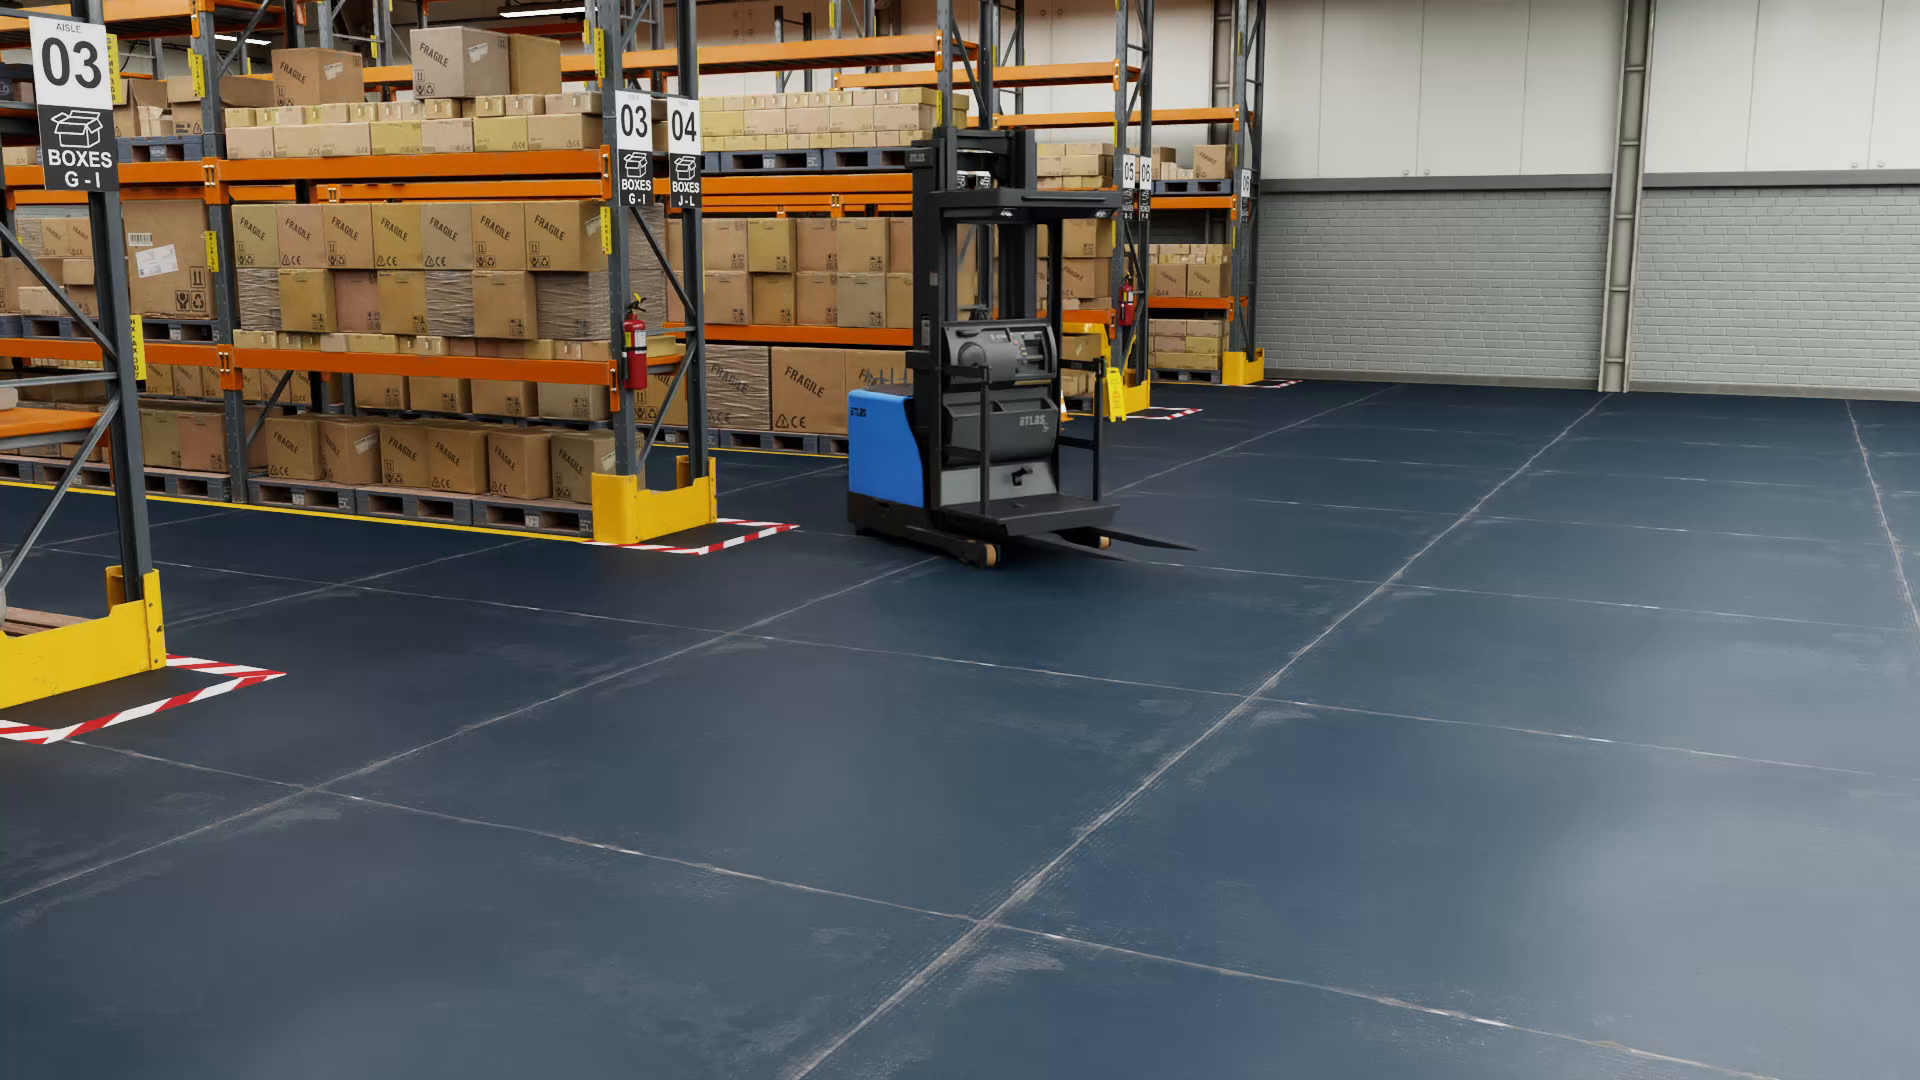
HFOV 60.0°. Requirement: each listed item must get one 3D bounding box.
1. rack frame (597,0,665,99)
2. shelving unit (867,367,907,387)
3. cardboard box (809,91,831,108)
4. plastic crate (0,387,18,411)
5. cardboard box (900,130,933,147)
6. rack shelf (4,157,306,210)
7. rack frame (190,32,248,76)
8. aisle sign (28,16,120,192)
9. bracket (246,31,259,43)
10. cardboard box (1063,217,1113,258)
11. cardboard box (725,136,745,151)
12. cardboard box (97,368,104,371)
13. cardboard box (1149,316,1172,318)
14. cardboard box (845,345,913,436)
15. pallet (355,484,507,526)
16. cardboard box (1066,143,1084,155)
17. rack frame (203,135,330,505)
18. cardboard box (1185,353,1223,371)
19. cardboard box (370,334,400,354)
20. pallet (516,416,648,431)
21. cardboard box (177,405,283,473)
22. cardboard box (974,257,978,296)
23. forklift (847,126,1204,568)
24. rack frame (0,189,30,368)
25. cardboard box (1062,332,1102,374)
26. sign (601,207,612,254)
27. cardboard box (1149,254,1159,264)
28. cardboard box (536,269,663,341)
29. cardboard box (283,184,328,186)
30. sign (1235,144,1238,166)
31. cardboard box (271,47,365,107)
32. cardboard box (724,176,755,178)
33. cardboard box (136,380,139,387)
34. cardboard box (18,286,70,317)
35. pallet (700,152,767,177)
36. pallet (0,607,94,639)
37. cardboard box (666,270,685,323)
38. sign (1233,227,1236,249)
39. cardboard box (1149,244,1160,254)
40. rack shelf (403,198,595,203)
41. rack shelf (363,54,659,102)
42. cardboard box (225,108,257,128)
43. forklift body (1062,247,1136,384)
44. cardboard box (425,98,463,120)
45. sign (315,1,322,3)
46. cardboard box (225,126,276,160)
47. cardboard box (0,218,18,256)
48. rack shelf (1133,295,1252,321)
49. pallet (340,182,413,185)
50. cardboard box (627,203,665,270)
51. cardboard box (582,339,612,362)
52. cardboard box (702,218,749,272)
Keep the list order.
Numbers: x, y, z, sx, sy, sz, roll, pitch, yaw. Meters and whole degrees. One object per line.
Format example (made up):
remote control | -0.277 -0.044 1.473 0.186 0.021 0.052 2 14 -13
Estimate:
rack frame | -3.529 -5.592 17.858 0.127 3.000 1.000 5 11 26
shelving unit | -0.562 -0.728 12.886 0.258 1.200 0.189 -7 13 -35
cardboard box | -1.304 -4.378 16.579 0.250 0.149 0.380 5 11 26
plastic crate | -5.079 -0.741 8.644 0.250 0.136 0.298 5 11 26
cardboard box | -0.390 -3.905 16.205 0.250 0.149 0.380 5 11 26
rack shelf | -7.608 -3.135 14.727 4.000 0.370 1.077 5 11 26
rack frame | -12.191 -7.336 27.495 0.127 3.000 1.000 5 11 26
aisle sign | -4.225 -2.070 7.943 0.004 0.787 0.394 5 11 26
bracket | -14.672 -10.419 34.425 0.430 0.232 0.235 5 11 26
cardboard box | 1.603 -3.816 20.968 0.500 0.500 0.700 5 11 24
cardboard box | -2.210 -4.065 17.090 0.250 0.149 0.380 5 11 26
cardboard box | -11.127 -2.194 21.922 0.250 0.149 0.380 5 12 27
cardboard box | 3.110 -3.410 26.381 0.500 0.250 0.500 5 11 25
cardboard box | -0.580 -1.528 17.039 0.875 0.875 0.875 5 11 26
pallet | -4.099 -0.340 13.516 1.213 0.211 1.003 5 11 26
cardboard box | 1.509 -4.874 20.780 0.250 0.149 0.380 5 12 27
rack frame | -5.815 -1.855 14.059 0.127 3.000 1.000 5 11 26
cardboard box | 3.789 -2.756 25.578 0.500 0.250 0.500 5 11 26
cardboard box | -4.404 -1.551 13.081 0.250 0.149 0.380 5 11 26
pallet | -4.255 -1.316 18.910 1.213 0.211 1.003 5 11 26
cardboard box | -6.356 -0.894 14.529 0.500 0.500 0.700 4 11 21
cardboard box | 0.208 -3.440 21.701 0.500 0.500 0.500 5 11 26
forklift | 0.412 -1.351 11.467 1.130 2.935 3.031 -7 13 -35
rack frame | -9.402 -2.171 15.801 0.127 3.000 1.000 5 11 26
cardboard box | 1.535 -2.455 21.809 0.500 0.500 0.500 5 11 24
sign | -2.491 -2.178 11.705 0.005 0.325 0.100 5 11 26
cardboard box | 2.990 -4.347 25.726 0.250 0.149 0.380 5 11 24
cardboard box | -2.709 -1.783 12.546 0.500 0.500 0.875 5 11 26
cardboard box | -7.741 -4.484 19.882 0.500 0.500 0.500 5 11 26
sign | 4.098 -5.703 24.633 0.005 0.325 0.100 5 11 26
cardboard box | -5.298 -3.778 13.741 0.500 0.500 0.500 5 11 24
cardboard box | -2.926 -5.151 23.087 0.500 0.250 0.500 5 11 27
cardboard box | -11.127 -2.175 22.650 0.250 0.149 0.380 5 12 27
cardboard box | -8.001 -2.135 14.844 0.500 0.250 0.500 5 11 24
pallet | -2.800 -4.006 17.768 1.213 0.211 1.003 5 11 26
pallet | -5.234 0.560 8.545 1.213 0.211 1.003 5 11 26
cardboard box | -2.690 -2.647 18.009 0.550 0.550 0.875 5 11 26
sign | 4.098 -4.517 24.848 0.005 0.325 0.100 5 11 26
cardboard box | 2.981 -4.490 25.681 0.250 0.149 0.380 5 12 27
rack shelf | -6.810 -5.033 25.214 4.000 0.370 1.077 5 11 26
rack shelf | -5.323 -5.198 18.828 4.000 0.370 1.077 5 11 26
cardboard box | -5.660 -3.379 13.357 0.250 0.149 0.380 5 11 24
forklift body | 1.843 -3.356 24.736 1.214 2.155 2.313 5 11 26
cardboard box | -3.778 -3.214 12.447 0.250 0.149 0.380 4 11 23
sign | -7.348 -6.318 19.026 0.005 0.325 0.100 5 11 26
cardboard box | -5.524 -3.181 13.384 0.500 0.250 0.500 5 11 24
cardboard box | -12.635 -4.072 22.384 0.500 0.500 0.500 5 11 24
rack shelf | 2.557 -3.720 26.379 4.000 0.370 1.077 5 11 26
pallet | -6.516 -4.296 19.650 1.003 0.211 1.213 6 12 28
cardboard box | -2.600 -2.315 12.673 0.500 0.500 0.500 5 11 26
cardboard box | -2.574 -1.406 12.282 0.250 0.149 0.380 5 11 26
cardboard box | -2.246 -3.121 17.598 0.550 0.550 0.875 5 11 26
